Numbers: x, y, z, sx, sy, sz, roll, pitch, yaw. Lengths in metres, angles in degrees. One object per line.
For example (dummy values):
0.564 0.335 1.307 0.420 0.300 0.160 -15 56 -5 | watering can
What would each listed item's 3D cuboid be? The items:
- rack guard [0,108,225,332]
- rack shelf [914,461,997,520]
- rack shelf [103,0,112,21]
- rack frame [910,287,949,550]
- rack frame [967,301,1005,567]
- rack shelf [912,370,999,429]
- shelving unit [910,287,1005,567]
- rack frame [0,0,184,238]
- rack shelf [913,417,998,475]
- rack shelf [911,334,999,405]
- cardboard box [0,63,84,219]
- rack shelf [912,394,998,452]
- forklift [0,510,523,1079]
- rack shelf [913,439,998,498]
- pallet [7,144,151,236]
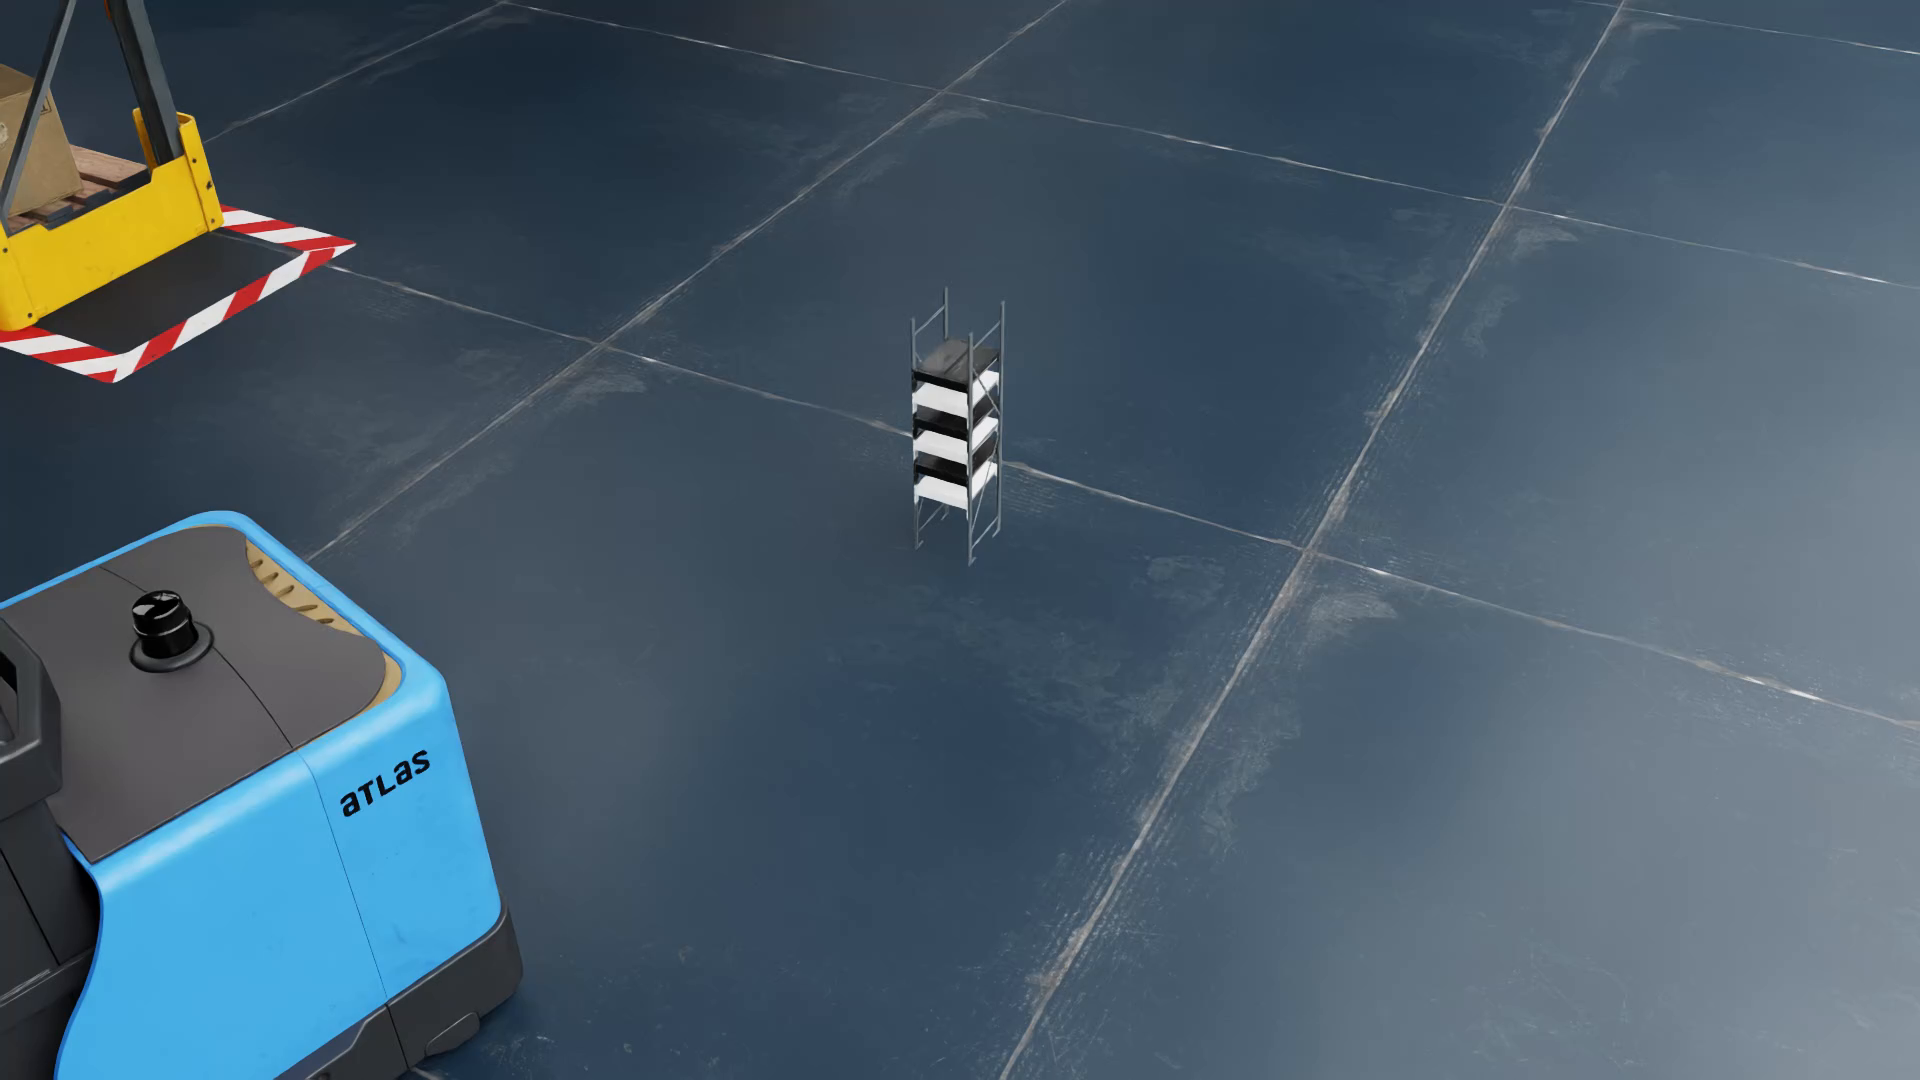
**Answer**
-3.797 -1.411 7.195 0.348 0.500 1.175 17 41 21 | rack guard
-0.007 -0.191 5.610 0.200 0.077 0.258 17 41 21 | rack shelf
-5.505 -2.655 7.361 4.000 0.370 1.077 17 41 21 | rack shelf
-0.097 -0.389 5.518 0.006 0.900 0.240 17 41 21 | rack frame
0.083 -0.332 5.444 0.006 0.900 0.240 17 41 21 | rack frame
-0.007 -0.478 5.392 0.200 0.077 0.258 17 41 21 | rack shelf
-0.007 -0.361 5.481 0.210 0.900 0.258 17 41 21 | shelving unit
-3.729 -2.385 6.411 0.127 3.000 1.000 17 41 21 | rack frame
-0.007 -0.334 5.501 0.200 0.077 0.258 17 41 21 | rack shelf
-0.007 -0.549 5.338 0.200 0.077 0.258 17 41 21 | rack shelf
-4.276 -1.739 7.281 0.500 0.500 0.500 25 44 29 | cardboard box
-0.007 -0.406 5.447 0.200 0.077 0.258 17 41 21 | rack shelf
-2.473 0.440 2.747 1.130 2.935 3.031 29 46 33 | forklift
-0.007 -0.262 5.555 0.200 0.077 0.258 17 41 21 | rack shelf
-4.502 -1.540 7.605 1.213 0.211 1.003 17 41 21 | pallet
